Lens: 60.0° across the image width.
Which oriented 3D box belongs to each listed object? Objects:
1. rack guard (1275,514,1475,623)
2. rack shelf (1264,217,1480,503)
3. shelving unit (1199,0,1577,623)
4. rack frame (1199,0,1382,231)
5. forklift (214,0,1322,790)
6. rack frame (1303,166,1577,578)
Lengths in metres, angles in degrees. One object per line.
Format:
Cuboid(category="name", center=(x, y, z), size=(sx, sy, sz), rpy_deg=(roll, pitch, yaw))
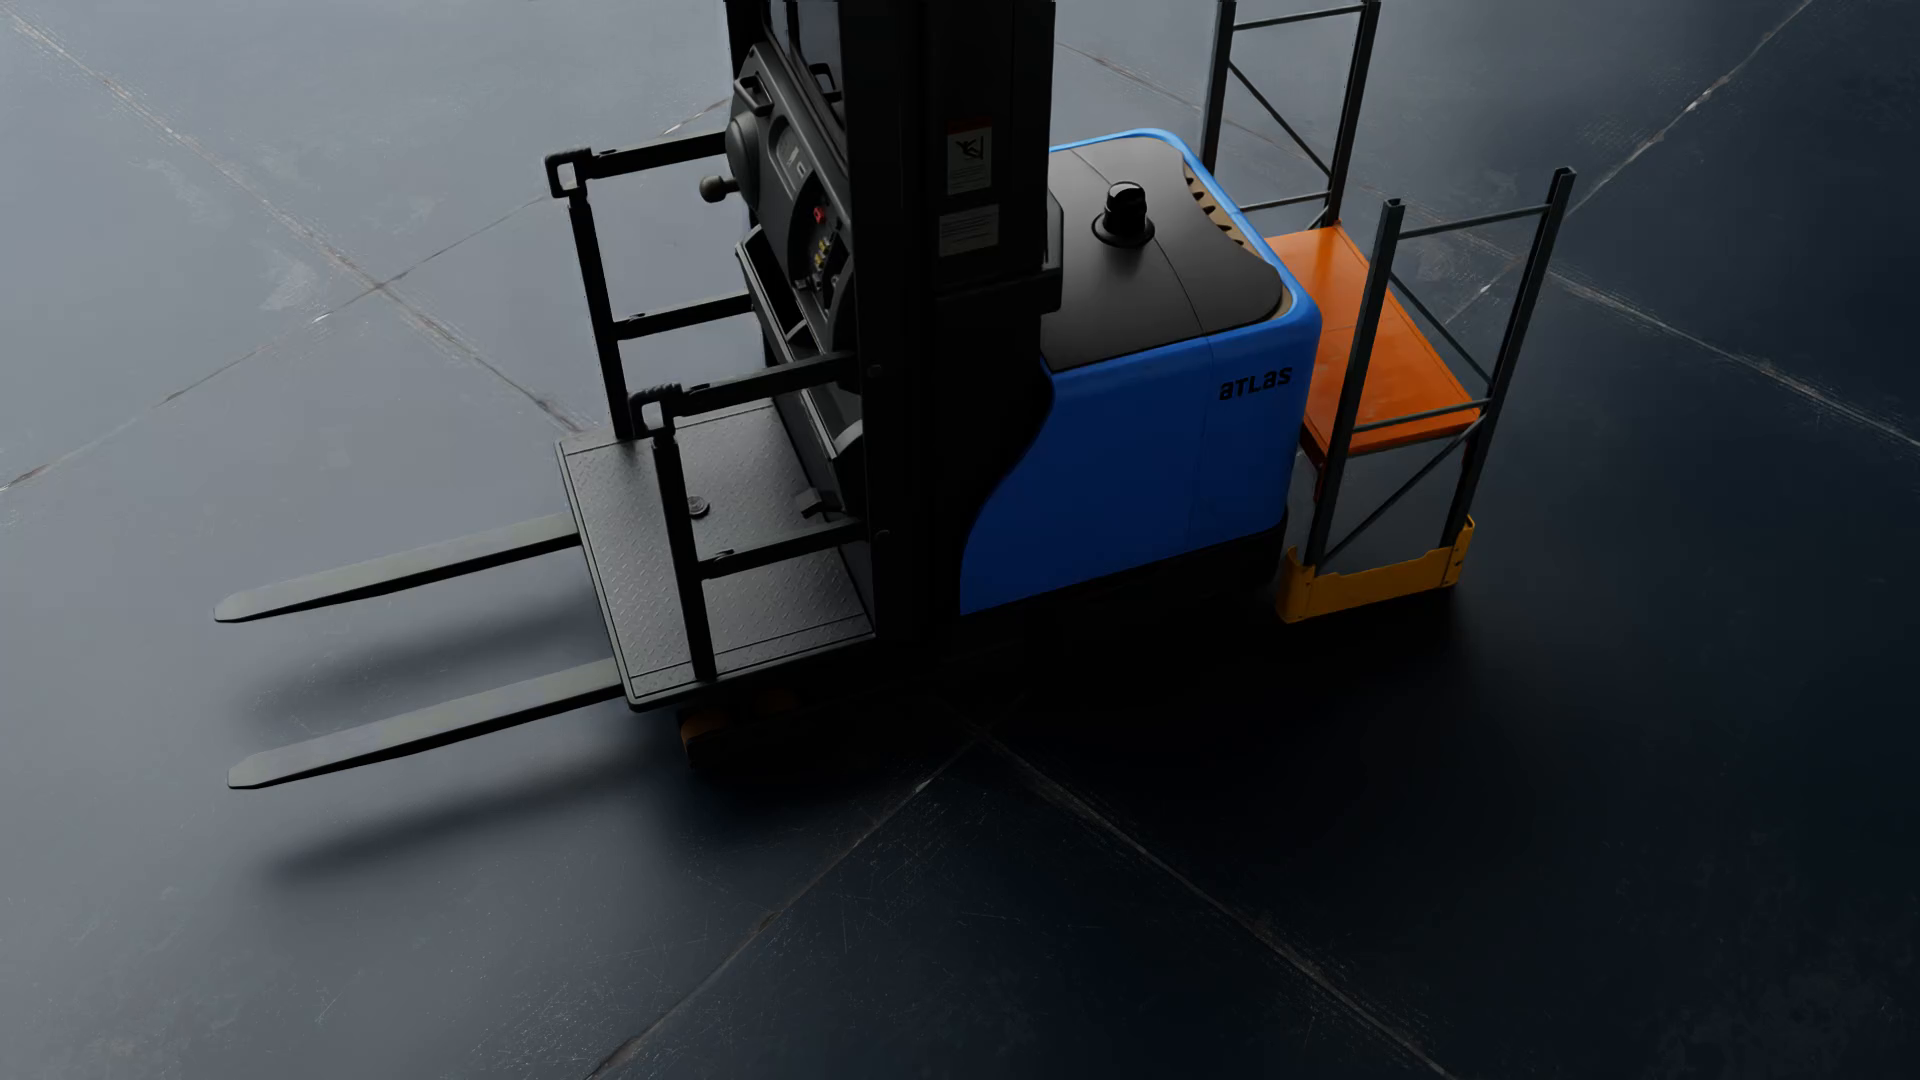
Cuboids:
Cuboid(category="rack guard", center=(1.246, 0.079, 5.004), size=(0.587, 0.250, 0.087), rpy_deg=(-12, 48, -11))
Cuboid(category="rack shelf", center=(1.107, -0.567, 5.000), size=(0.538, 0.185, 1.000), rpy_deg=(-12, 48, -11))
Cuboid(category="shelving unit", center=(1.104, -0.697, 4.875), size=(0.587, 1.500, 1.083), rpy_deg=(-12, 48, -11))
Cuboid(category="rack frame", center=(0.963, -1.046, 5.203), size=(0.500, 1.500, 0.032), rpy_deg=(-12, 48, -11))
Cuboid(category="forklift", center=(-0.602, -0.813, 4.003), size=(3.031, 2.935, 1.130), rpy_deg=(-15, 49, -14))
Cuboid(category="rack frame", center=(1.251, -0.335, 4.536), size=(0.500, 1.500, 0.032), rpy_deg=(-12, 48, -11))
